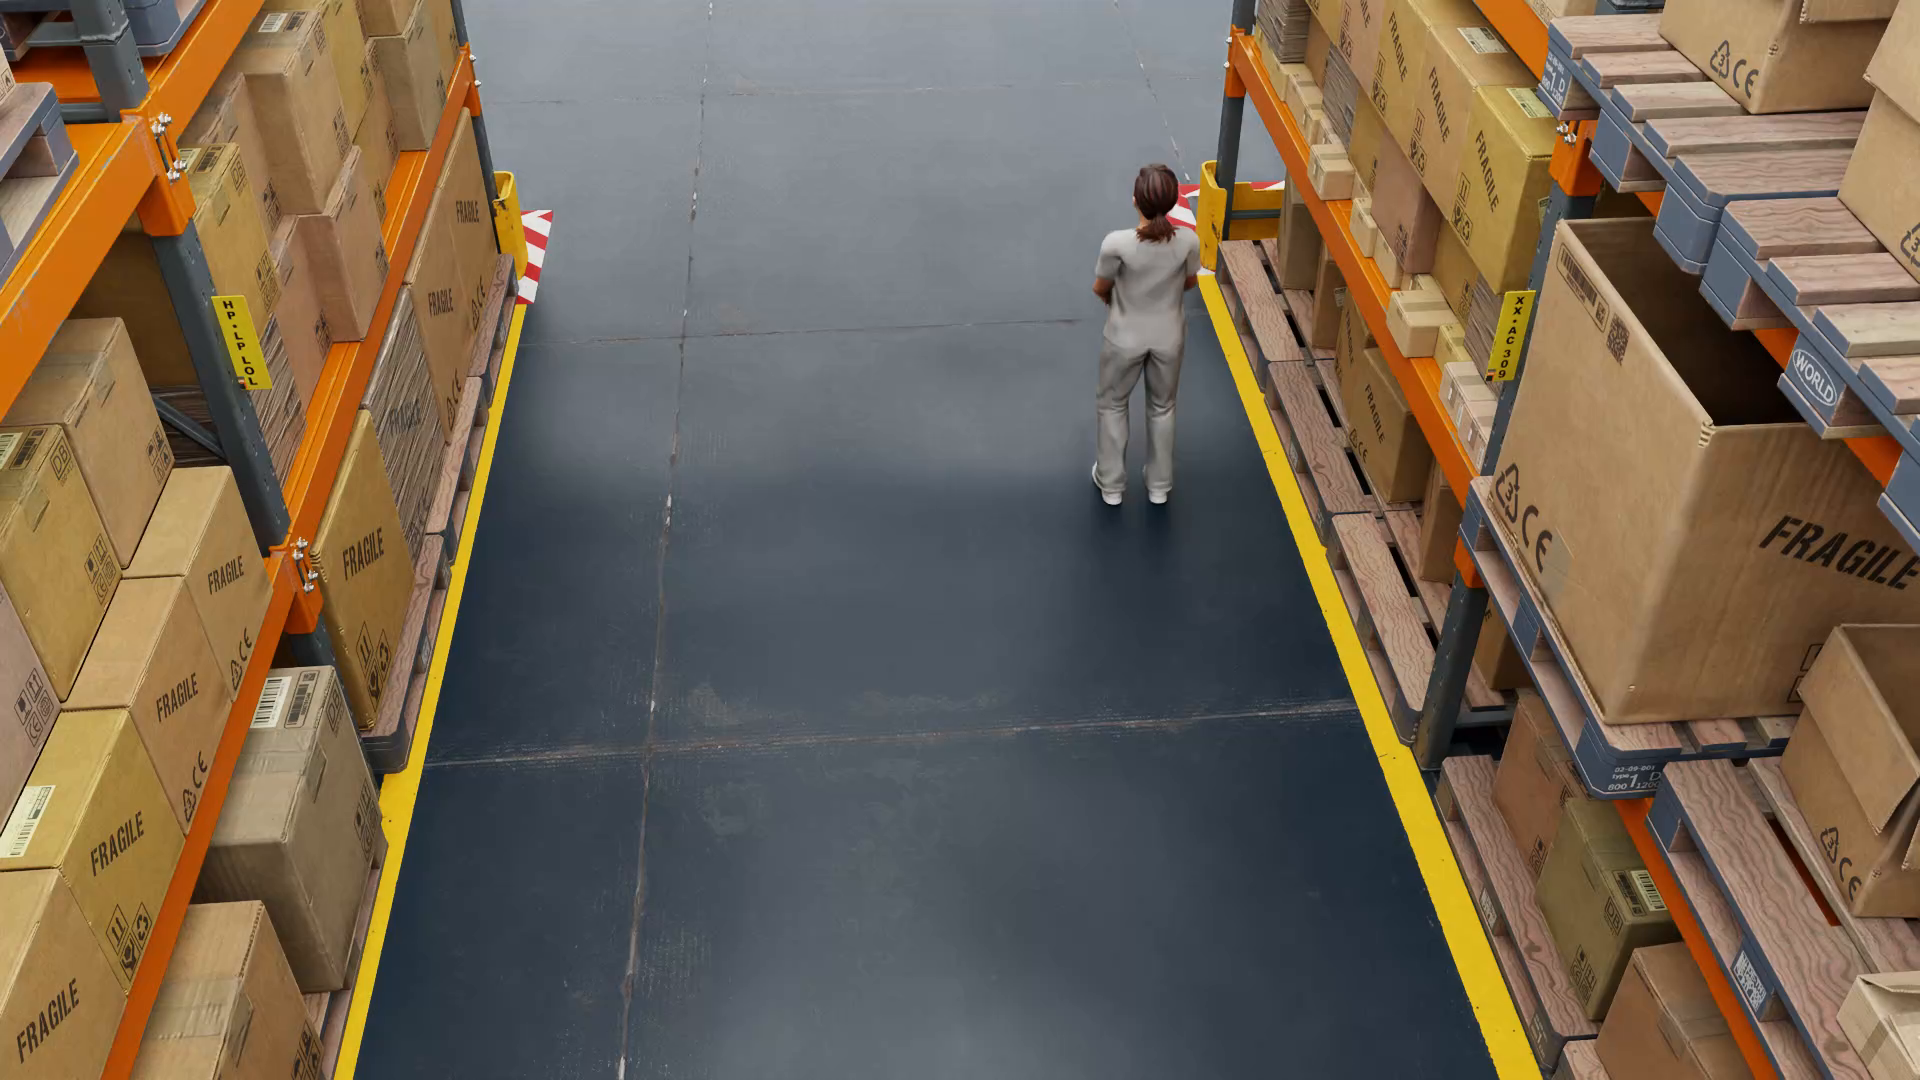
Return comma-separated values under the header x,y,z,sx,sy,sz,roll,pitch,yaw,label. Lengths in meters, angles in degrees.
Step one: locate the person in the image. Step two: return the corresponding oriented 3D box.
x,y,z,sx,sy,sz,roll,pitch,yaw,label
0.788,-0.916,7.277,0.457,1.673,0.525,-3,39,-4,person
